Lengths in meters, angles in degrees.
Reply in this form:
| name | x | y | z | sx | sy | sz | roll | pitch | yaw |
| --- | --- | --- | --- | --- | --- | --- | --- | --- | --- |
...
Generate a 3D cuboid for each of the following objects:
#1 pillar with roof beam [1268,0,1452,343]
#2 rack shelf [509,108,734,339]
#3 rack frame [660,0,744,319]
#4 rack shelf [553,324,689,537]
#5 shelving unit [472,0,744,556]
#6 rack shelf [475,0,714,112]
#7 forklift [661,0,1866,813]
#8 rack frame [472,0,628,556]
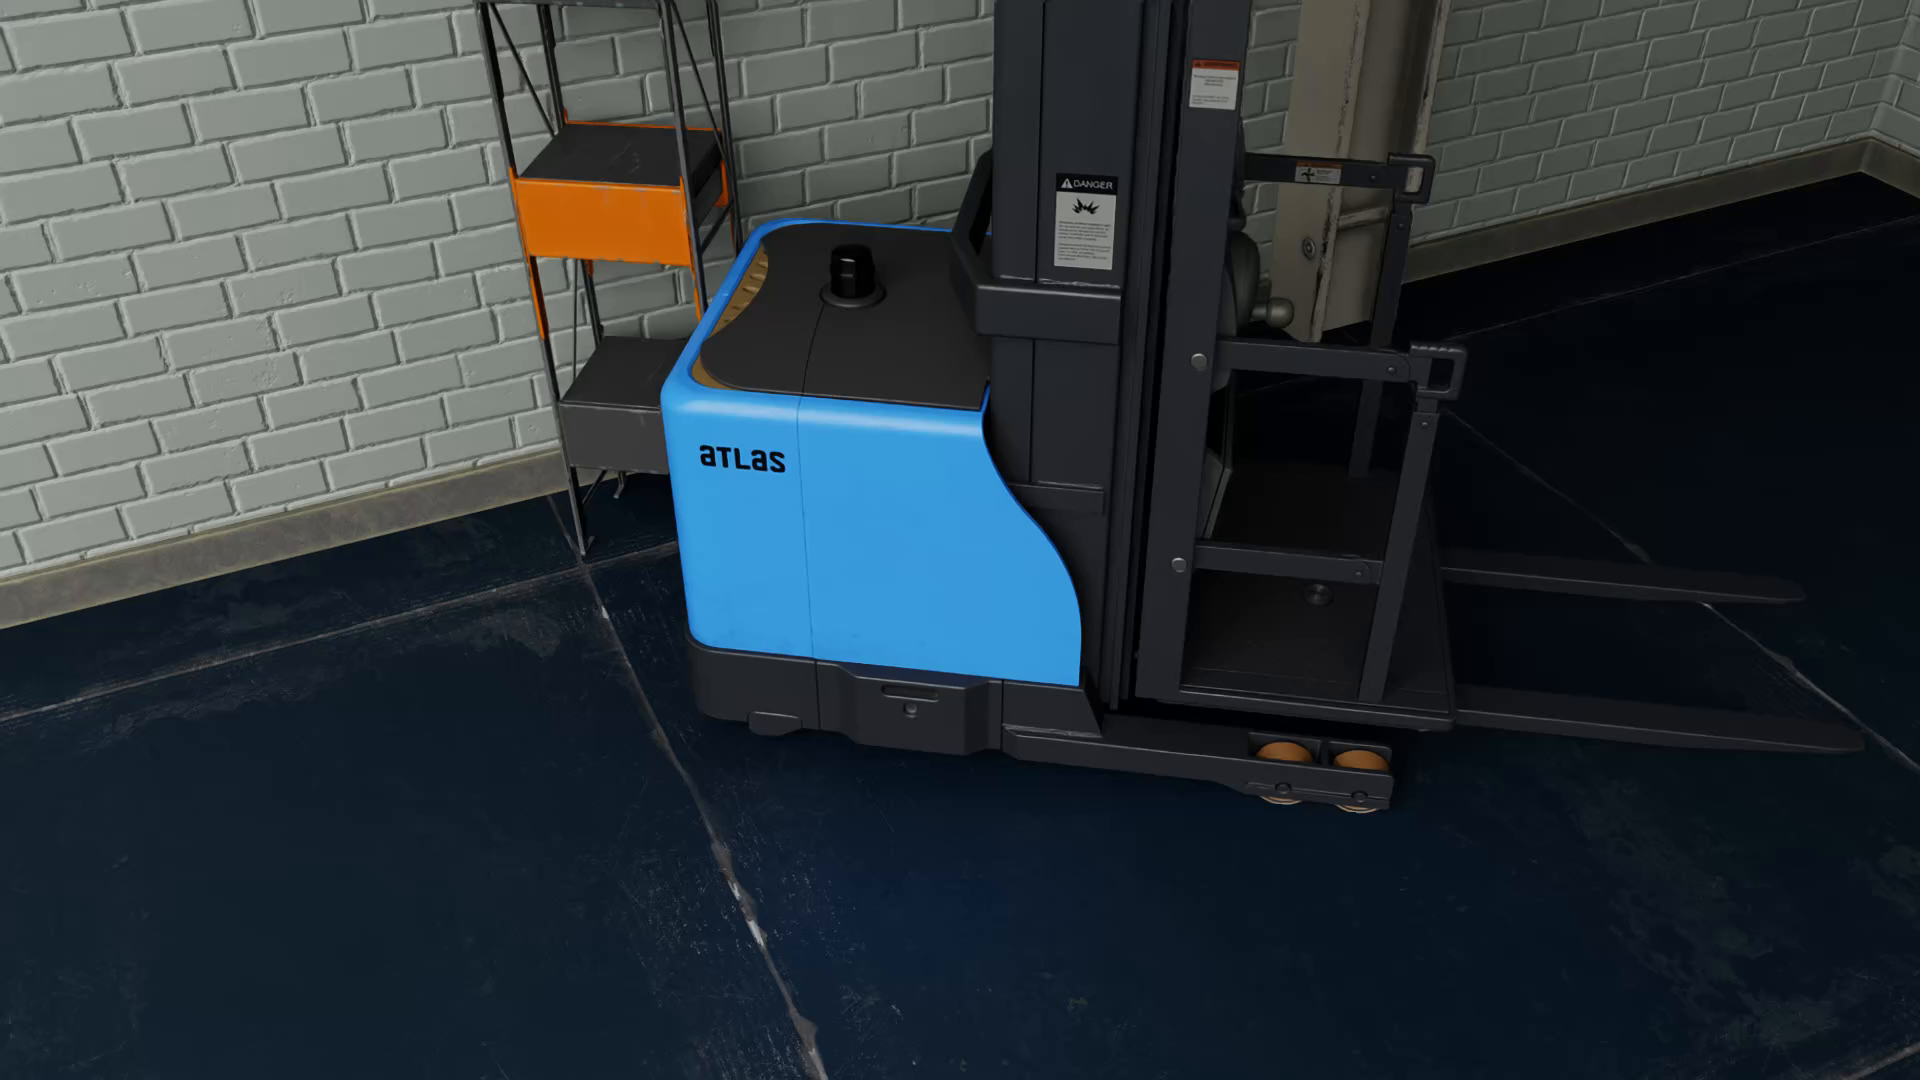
| name | x | y | z | sx | sy | sz | roll | pitch | yaw |
| --- | --- | --- | --- | --- | --- | --- | --- | --- | --- |
| pillar with roof beam | 3.245 | -2.138 | 0.579 | 0.400 | 9.000 | 9.100 | -16 | 39 | -20 |
| rack shelf | -0.919 | -0.877 | 4.682 | 0.480 | 0.518 | 0.431 | 5 | 37 | 8 |
| rack frame | -0.679 | -0.867 | 4.638 | 0.015 | 2.100 | 0.400 | 5 | 37 | 8 |
| rack shelf | -0.906 | -0.317 | 5.102 | 0.480 | 0.518 | 0.431 | 5 | 37 | 8 |
| shelving unit | -0.920 | -0.888 | 4.674 | 0.503 | 2.100 | 0.431 | 5 | 37 | 8 |
| rack shelf | -0.933 | -1.437 | 4.263 | 0.480 | 0.518 | 0.431 | 5 | 37 | 8 |
| forklift | 0.830 | -0.813 | 3.886 | 3.031 | 2.935 | 1.130 | 5 | 37 | 7 |
| rack frame | -1.160 | -0.909 | 4.710 | 0.015 | 2.100 | 0.400 | 5 | 37 | 8 |
